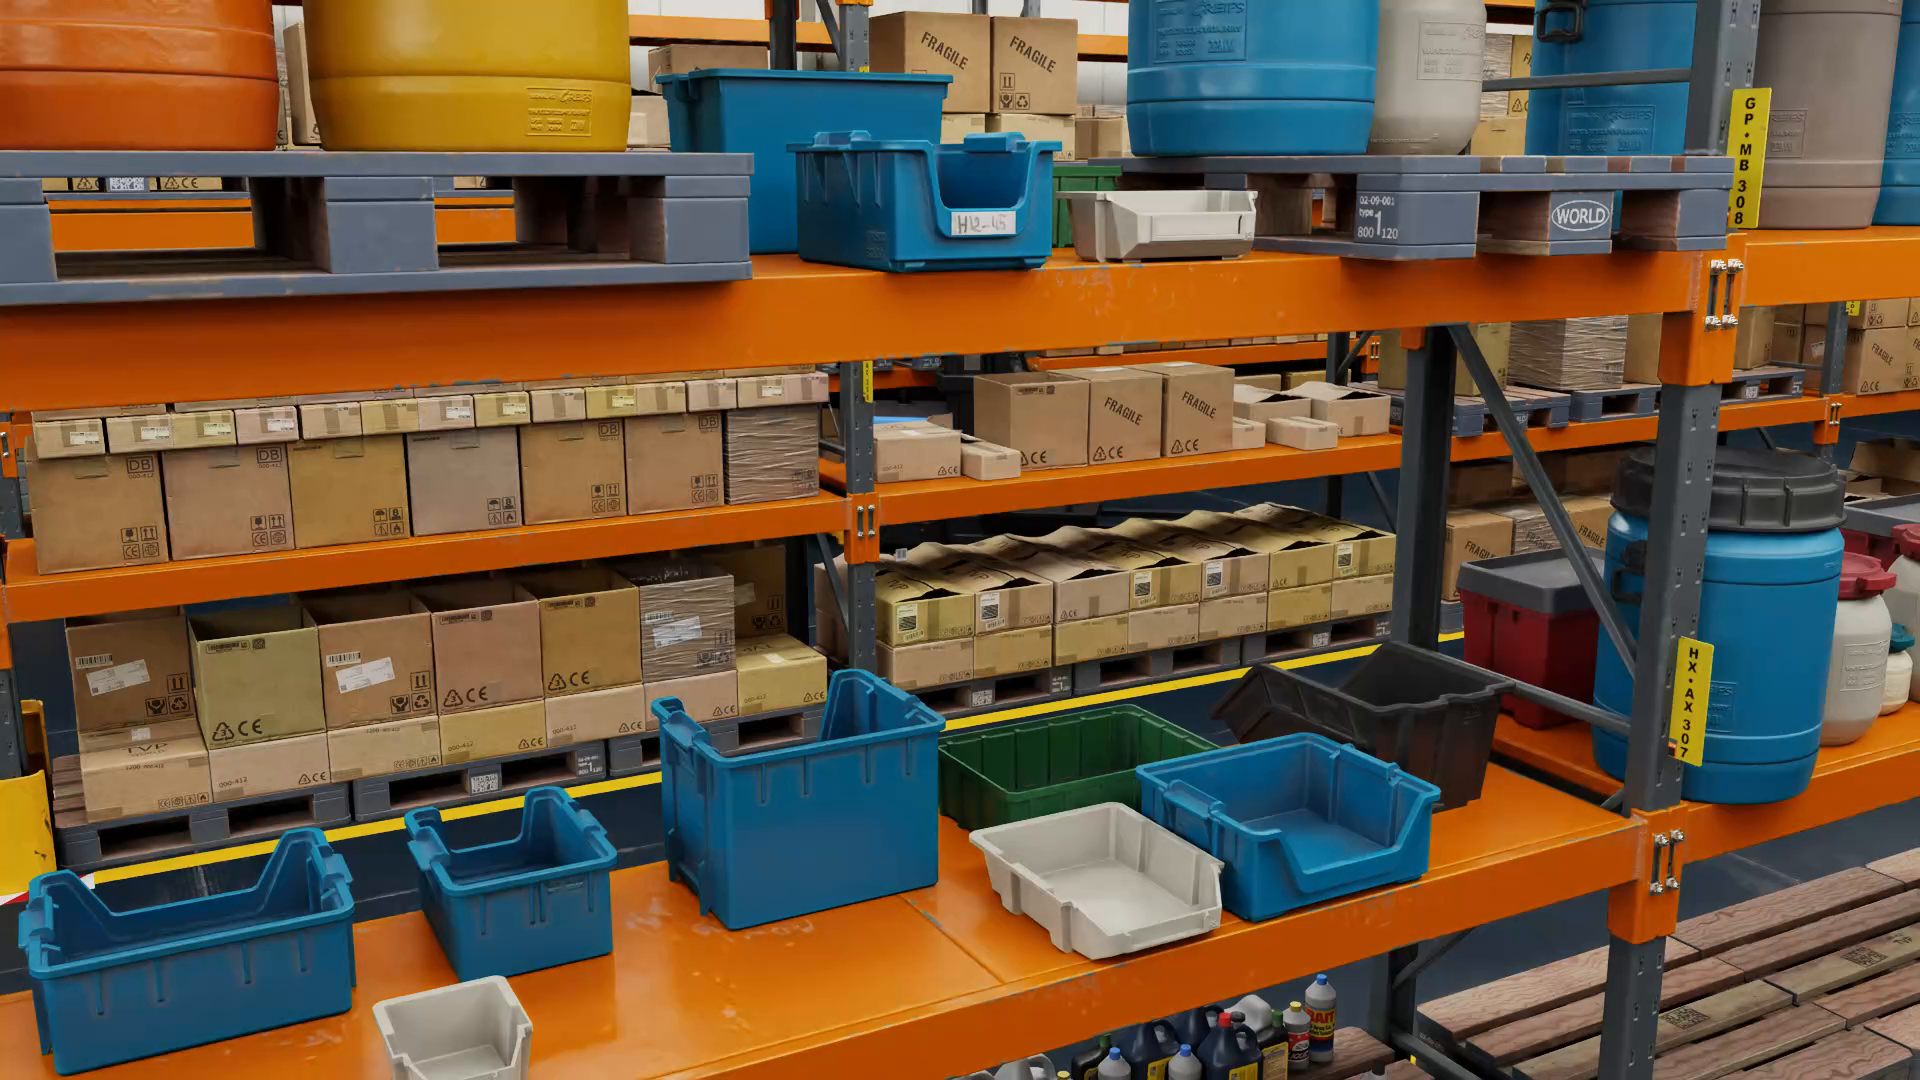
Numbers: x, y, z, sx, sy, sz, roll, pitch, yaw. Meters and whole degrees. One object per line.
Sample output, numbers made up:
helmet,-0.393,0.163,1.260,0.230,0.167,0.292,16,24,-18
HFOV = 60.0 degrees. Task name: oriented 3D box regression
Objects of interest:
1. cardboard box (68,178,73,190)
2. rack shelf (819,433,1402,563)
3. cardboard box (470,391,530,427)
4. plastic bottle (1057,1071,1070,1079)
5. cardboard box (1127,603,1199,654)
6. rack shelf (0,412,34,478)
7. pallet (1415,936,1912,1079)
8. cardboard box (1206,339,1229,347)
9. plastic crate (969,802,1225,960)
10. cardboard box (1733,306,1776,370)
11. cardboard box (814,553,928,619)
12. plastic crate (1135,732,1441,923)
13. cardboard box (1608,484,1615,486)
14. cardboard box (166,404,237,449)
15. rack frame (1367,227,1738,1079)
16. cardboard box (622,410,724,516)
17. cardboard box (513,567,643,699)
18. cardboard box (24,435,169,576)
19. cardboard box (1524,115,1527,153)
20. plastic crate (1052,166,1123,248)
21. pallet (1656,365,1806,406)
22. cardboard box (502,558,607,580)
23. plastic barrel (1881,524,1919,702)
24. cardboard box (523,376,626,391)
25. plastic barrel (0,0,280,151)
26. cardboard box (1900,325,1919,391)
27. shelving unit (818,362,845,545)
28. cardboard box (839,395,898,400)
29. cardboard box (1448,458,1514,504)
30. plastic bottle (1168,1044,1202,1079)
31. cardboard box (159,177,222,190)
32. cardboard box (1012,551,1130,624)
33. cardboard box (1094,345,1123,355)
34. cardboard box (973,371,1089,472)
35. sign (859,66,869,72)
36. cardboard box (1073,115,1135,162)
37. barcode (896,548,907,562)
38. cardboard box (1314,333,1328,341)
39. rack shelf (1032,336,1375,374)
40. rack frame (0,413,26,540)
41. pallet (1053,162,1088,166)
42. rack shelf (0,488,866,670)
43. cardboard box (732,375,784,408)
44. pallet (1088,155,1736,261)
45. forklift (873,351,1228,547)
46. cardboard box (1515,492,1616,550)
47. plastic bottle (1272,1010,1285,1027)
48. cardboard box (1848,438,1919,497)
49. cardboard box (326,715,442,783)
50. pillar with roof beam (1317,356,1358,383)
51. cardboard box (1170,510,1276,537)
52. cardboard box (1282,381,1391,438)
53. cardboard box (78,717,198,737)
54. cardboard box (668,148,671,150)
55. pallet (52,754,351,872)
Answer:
cardboard box,-6.380,-2.658,11.485,0.500,0.500,0.500,-6,14,-24
rack shelf,1.018,-0.370,10.059,4.000,0.370,1.077,-7,14,-28
cardboard box,-2.221,-0.644,7.933,0.250,0.149,0.380,-6,14,-26
plastic bottle,0.300,1.645,4.838,0.097,0.201,0.097,0,13,0
cardboard box,1.085,0.470,9.996,0.500,0.250,0.500,-7,14,-27
rack shelf,-4.870,-0.903,12.429,4.000,0.370,1.077,-7,14,-28
pallet,2.303,1.715,5.508,1.213,0.211,1.003,-7,14,-28
cardboard box,2.372,-1.952,15.979,0.250,0.149,0.380,-6,14,-26
plastic crate,0.329,0.793,3.855,0.437,0.136,0.530,-7,14,-28
cardboard box,5.761,-1.599,12.698,0.700,0.500,0.500,11,17,41
cardboard box,-0.519,0.255,9.674,0.500,0.311,0.500,-7,14,-28
plastic crate,0.791,0.686,4.068,0.616,0.251,0.499,-7,14,-28
cardboard box,4.838,-0.234,12.507,0.500,0.500,0.500,-7,14,-27
cardboard box,-3.351,-0.509,7.333,0.250,0.149,0.380,-7,14,-28
rack frame,1.633,0.445,4.802,0.127,3.000,1.000,-7,14,-28
cardboard box,-1.584,-0.455,8.569,0.500,0.500,0.700,-7,14,-28
cardboard box,-1.921,0.455,8.354,0.500,0.500,0.500,-7,14,-28
cardboard box,-3.833,-0.185,7.371,0.500,0.500,0.700,-7,14,-28
cardboard box,3.588,-2.549,11.046,0.500,0.500,0.910,-7,14,-28
plastic crate,0.117,-0.802,3.991,0.450,0.188,0.336,-7,14,-28
pallet,5.531,-1.195,12.526,1.213,0.211,1.003,-7,14,-28
cardboard box,-2.172,0.354,8.802,0.500,0.500,0.500,-7,14,-28
plastic barrel,3.221,0.243,5.389,0.433,0.535,0.433,0,13,0
cardboard box,-2.007,-1.038,8.208,0.500,0.500,0.700,-7,14,-28
plastic barrel,-1.513,-1.088,2.845,0.708,0.830,0.600,-7,14,-28
cardboard box,7.310,-1.456,13.021,0.500,0.500,0.500,-7,14,-27
shelving unit,-1.492,-0.710,13.303,1.083,1.500,0.587,-5,14,-27
cardboard box,-0.741,-1.113,14.705,0.500,0.250,0.500,-7,14,-27
cardboard box,3.529,-0.443,11.727,0.500,0.250,0.500,-6,14,-26
plastic bottle,0.656,1.605,4.860,0.097,0.271,0.097,0,13,0
cardboard box,-5.270,-2.658,11.482,0.500,0.500,0.500,-6,14,-25
cardboard box,0.640,0.251,9.692,0.500,0.311,0.500,-7,15,-30
cardboard box,1.296,-1.799,15.298,0.250,0.149,0.380,-6,14,-26
cardboard box,0.407,-0.692,9.625,0.500,0.500,0.500,-6,14,-24
sign,-0.470,-2.158,8.176,0.005,0.325,0.100,-7,14,-28
cardboard box,0.970,-2.295,9.527,0.500,0.250,0.500,-8,15,-33
barcode,-0.314,0.080,8.929,0.075,0.075,0.001,-7,14,-28
cardboard box,3.536,-2.072,16.512,0.250,0.149,0.380,-7,14,-27
rack shelf,2.152,-1.745,16.169,4.000,0.370,1.077,-7,14,-28
rack frame,-6.625,-1.044,11.415,0.127,3.000,1.000,-7,14,-28
pallet,0.030,-1.976,9.160,1.217,0.209,0.805,-8,15,-30
rack shelf,-2.493,0.051,8.189,4.000,0.370,1.077,-7,14,-28
cardboard box,-1.092,-0.780,8.538,0.250,0.149,0.380,-7,15,-29
pallet,1.046,-0.832,4.072,1.003,0.211,1.213,-7,14,-28
forklift,0.655,-1.409,13.193,3.031,2.935,1.130,2,13,8
cardboard box,4.209,-0.027,11.589,0.500,0.500,0.500,-7,14,-29
plastic bottle,0.964,1.566,5.192,0.097,0.201,0.097,0,13,0
cardboard box,7.931,-0.547,13.893,0.637,0.503,0.797,-7,14,-28
cardboard box,-2.795,0.928,7.961,0.500,0.250,0.500,-7,14,-28
pillar with roof beam,6.170,-4.644,13.748,0.400,9.000,9.100,-7,14,-28
cardboard box,1.716,-0.013,10.863,0.500,0.311,0.500,-7,15,-29
cardboard box,2.433,-0.858,10.792,0.500,0.311,0.500,-6,14,-24
cardboard box,-3.919,0.934,7.935,0.500,0.250,0.500,-7,14,-28
cardboard box,-2.056,-3.196,13.394,0.500,0.311,0.500,-6,14,-26
pallet,-3.597,1.182,7.875,1.213,0.211,1.003,-7,14,-28
